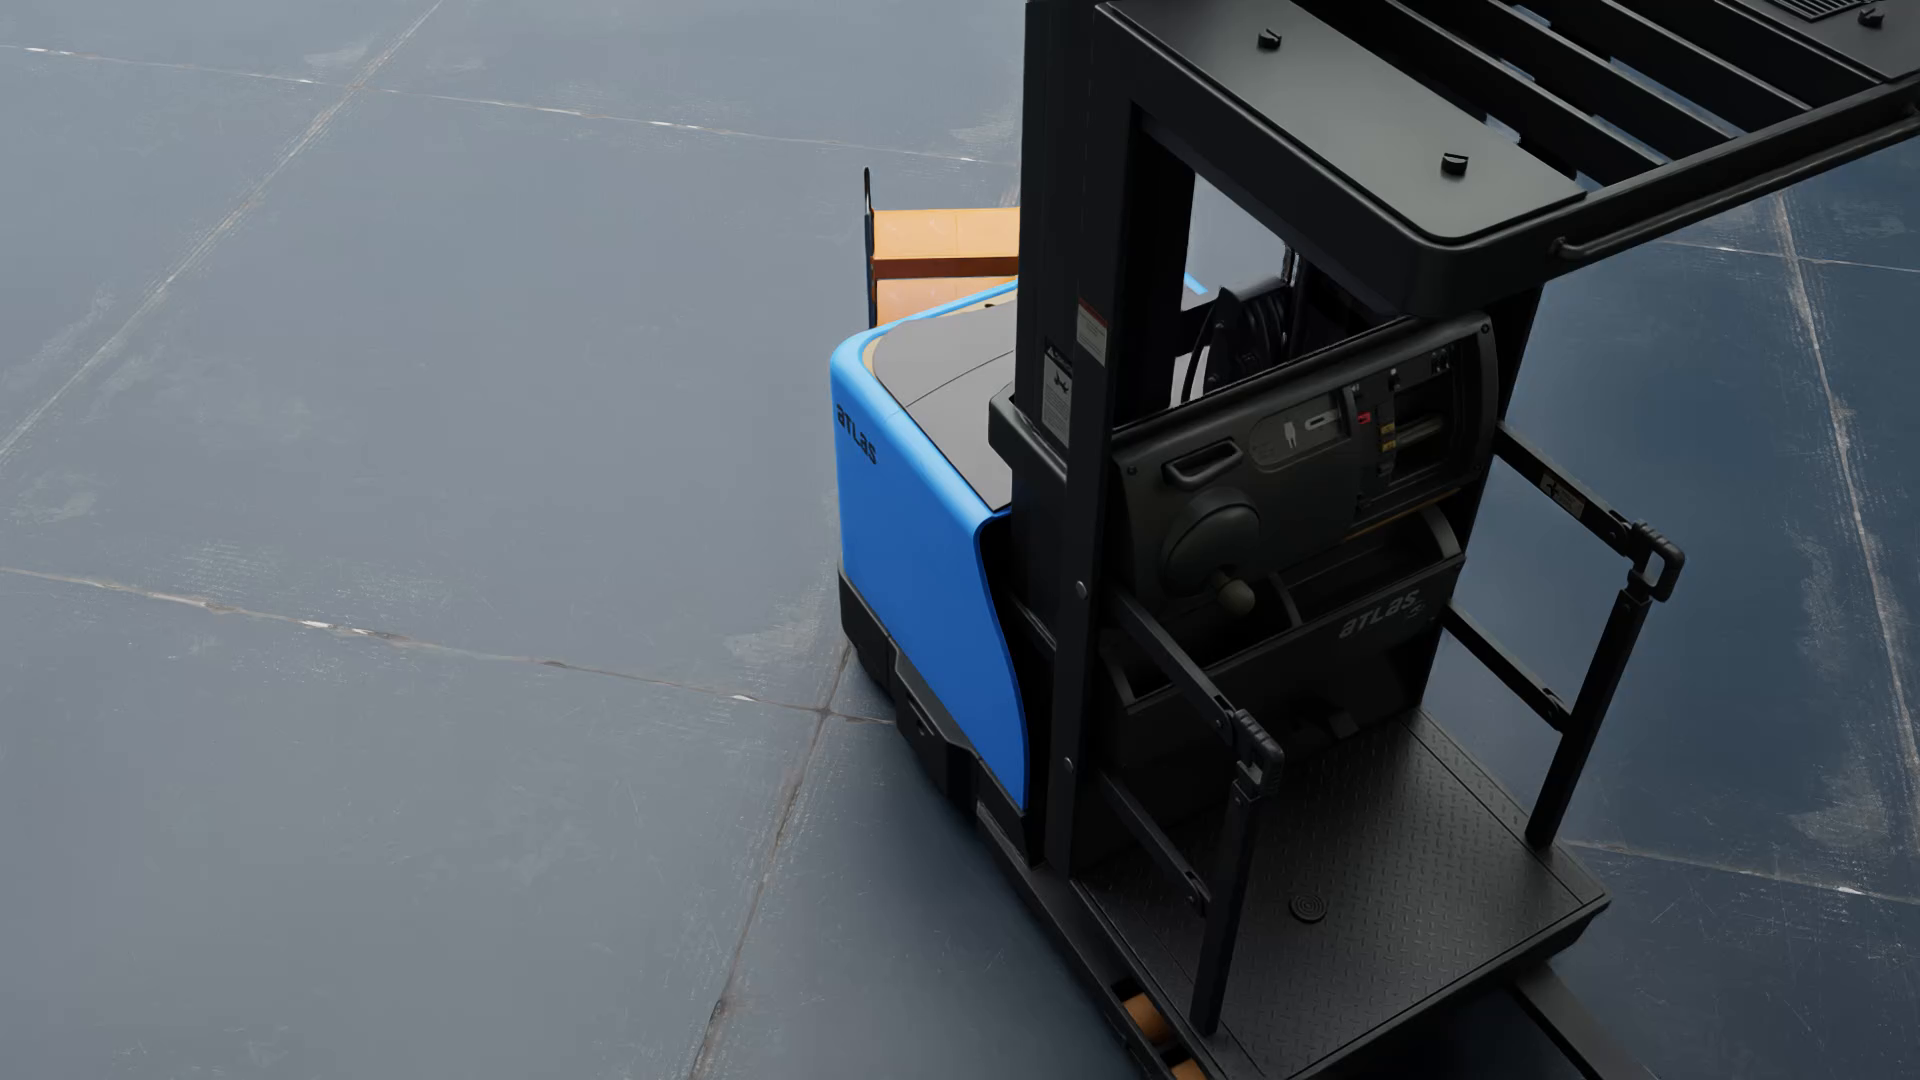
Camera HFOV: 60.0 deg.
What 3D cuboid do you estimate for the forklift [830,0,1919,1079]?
[{"bbox_3d":[0.824,-0.067,3.206,1.130,2.935,3.031,-22,48,-21],"label":"forklift"}]

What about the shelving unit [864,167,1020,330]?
[{"bbox_3d":[-0.009,-0.523,4.928,0.503,1.200,0.258,-2,44,-2],"label":"shelving unit"}]

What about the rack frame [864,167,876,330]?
[{"bbox_3d":[-0.253,-0.516,4.920,0.015,1.200,0.240,-2,44,-2],"label":"rack frame"}]

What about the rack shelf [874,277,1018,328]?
[{"bbox_3d":[-0.009,-0.635,4.819,0.480,0.148,0.258,-2,44,-2],"label":"rack shelf"}]

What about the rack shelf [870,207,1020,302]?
[{"bbox_3d":[-0.009,-0.806,4.655,0.480,0.148,0.258,-2,44,-2],"label":"rack shelf"}]
